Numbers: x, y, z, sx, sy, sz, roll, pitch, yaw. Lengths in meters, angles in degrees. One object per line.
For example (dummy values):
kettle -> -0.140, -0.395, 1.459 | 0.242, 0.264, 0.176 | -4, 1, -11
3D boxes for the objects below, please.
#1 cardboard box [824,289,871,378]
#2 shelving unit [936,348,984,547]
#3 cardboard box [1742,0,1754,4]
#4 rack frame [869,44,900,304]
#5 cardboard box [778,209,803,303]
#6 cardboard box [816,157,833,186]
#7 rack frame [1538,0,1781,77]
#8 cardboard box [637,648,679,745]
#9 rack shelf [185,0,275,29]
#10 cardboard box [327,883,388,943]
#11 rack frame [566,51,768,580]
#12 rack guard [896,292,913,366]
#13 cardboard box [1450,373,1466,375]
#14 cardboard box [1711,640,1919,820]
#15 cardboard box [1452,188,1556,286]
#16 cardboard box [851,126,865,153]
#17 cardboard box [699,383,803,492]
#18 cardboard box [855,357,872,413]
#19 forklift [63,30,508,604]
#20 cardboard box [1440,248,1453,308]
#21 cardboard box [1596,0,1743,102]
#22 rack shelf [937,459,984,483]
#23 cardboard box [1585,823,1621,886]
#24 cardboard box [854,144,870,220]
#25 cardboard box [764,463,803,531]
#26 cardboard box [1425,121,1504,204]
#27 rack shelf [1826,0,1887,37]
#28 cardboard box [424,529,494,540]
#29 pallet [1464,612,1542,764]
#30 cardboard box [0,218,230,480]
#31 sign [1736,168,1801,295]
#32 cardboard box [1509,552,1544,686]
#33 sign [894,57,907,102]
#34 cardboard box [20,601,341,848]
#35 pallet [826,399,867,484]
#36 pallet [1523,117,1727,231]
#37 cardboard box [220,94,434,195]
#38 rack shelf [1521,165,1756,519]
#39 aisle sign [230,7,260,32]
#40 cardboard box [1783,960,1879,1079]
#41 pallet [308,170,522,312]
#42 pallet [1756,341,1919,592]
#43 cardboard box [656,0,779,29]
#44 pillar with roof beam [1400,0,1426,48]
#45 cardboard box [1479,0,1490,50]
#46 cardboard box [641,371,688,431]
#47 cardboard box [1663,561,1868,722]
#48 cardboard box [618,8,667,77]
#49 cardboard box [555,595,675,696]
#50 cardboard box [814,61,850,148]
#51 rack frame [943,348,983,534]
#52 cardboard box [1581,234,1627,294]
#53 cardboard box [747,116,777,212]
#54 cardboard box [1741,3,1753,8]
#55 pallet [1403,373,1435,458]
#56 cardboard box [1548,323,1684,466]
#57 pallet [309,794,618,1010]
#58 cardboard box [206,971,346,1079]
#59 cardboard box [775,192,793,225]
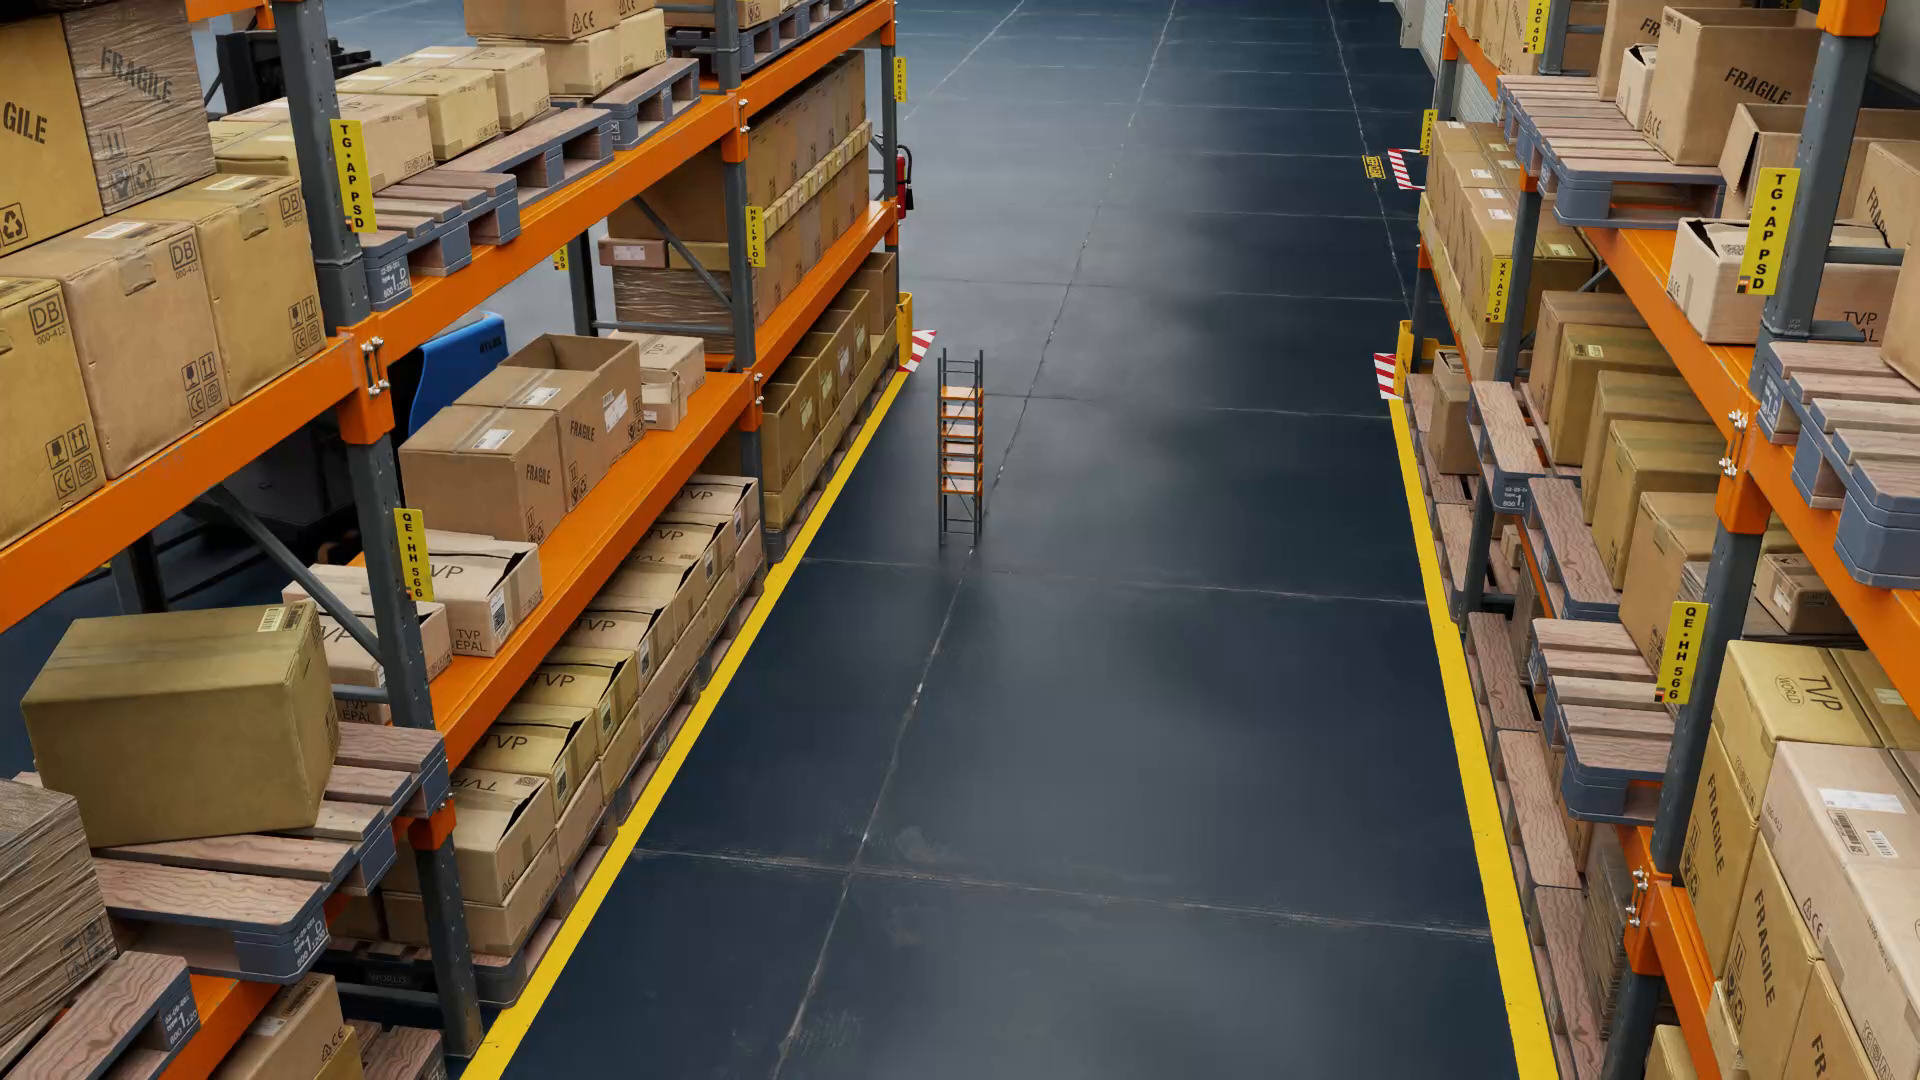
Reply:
cardboard box -> -0.925, -1.461, 11.697 | 0.500, 0.500, 0.500 | 4, 25, 9
shelving unit -> 0.002, -0.549, 10.009 | 0.258, 1.200, 0.189 | 4, 25, 9
cardboard box -> 3.614, -2.877, 8.000 | 0.500, 0.500, 0.500 | 5, 25, 10
rack frame -> -0.982, -2.841, 12.781 | 1.000, 3.000, 0.127 | 4, 25, 9
cardboard box -> -1.404, -1.830, 10.503 | 0.700, 0.500, 0.500 | 4, 25, 9
cardboard box -> -1.067, -2.465, 11.096 | 0.380, 0.149, 0.250 | 5, 25, 10
rack frame -> 3.252, -3.544, 7.206 | 1.000, 3.000, 0.127 | 4, 25, 9
cardboard box -> -1.670, 0.719, 7.924 | 0.500, 0.250, 0.500 | 5, 25, 10
rack shelf -> -6.195, -3.382, 11.247 | 1.077, 0.370, 4.000 | 4, 25, 9
cardboard box -> -2.444, 1.323, 6.633 | 0.500, 0.250, 0.500 | 5, 25, 10
rack frame -> -1.636, -1.168, 9.207 | 1.000, 3.000, 0.127 | 4, 25, 9
rack guard -> -0.978, -1.719, 13.333 | 1.175, 0.500, 0.348 | 4, 25, 9
cardboard box -> 3.611, -0.959, 11.414 | 0.500, 0.311, 0.500 | 6, 26, 13
cardboard box -> 2.265, 0.502, 4.263 | 0.500, 0.250, 0.500 | 5, 25, 10
cardboard box -> 3.193, -1.745, 9.709 | 0.500, 0.500, 0.500 | 3, 25, 7
cardboard box -> -0.898, -2.898, 12.019 | 0.380, 0.149, 0.250 | 5, 25, 10
cardboard box -> -1.251, -0.625, 9.910 | 0.500, 0.500, 0.500 | 4, 25, 9
cardboard box -> -0.928, -1.122, 11.857 | 0.500, 0.250, 0.500 | 4, 25, 9
forklift -> -4.058, -1.363, 9.705 | 1.130, 2.935, 3.031 | 11, 27, 23
cardboard box -> 3.268, -1.616, 10.318 | 0.500, 0.250, 0.500 | 4, 25, 9
cardboard box -> 3.084, -2.197, 7.255 | 0.500, 0.500, 0.500 | 8, 26, 16
rack shelf -> 0.002, -0.401, 10.078 | 0.258, 0.103, 0.180 | 4, 25, 9
cardboard box -> 2.863, 1.267, 6.434 | 0.700, 0.500, 0.500 | 4, 25, 8
cardboard box -> -1.071, -2.692, 12.345 | 0.700, 0.500, 0.500 | 4, 25, 9
cardboard box -> -1.261, -0.286, 10.071 | 0.500, 0.250, 0.500 | 4, 25, 9
cardboard box -> 3.531, -2.601, 11.538 | 0.500, 0.500, 0.500 | 4, 25, 9
rack shelf -> 2.271, -0.527, 2.082 | 1.077, 0.370, 4.000 | 4, 25, 9
cardboard box -> -2.137, 0.081, 6.834 | 0.380, 0.149, 0.250 | 6, 26, 12
pallet -> 3.126, 0.762, 8.373 | 1.003, 0.211, 1.213 | 4, 25, 9
cardboard box -> -2.411, -0.501, 4.126 | 0.910, 0.500, 0.500 | 4, 25, 9
sign -> 2.063, -0.785, 4.240 | 0.100, 0.325, 0.005 | 4, 25, 9
cardboard box -> 3.148, 0.415, 8.254 | 0.700, 0.500, 0.500 | 5, 26, 10
sign -> -0.449, -3.429, 12.393 | 0.100, 0.325, 0.005 | 4, 25, 9
cardboard box -> -2.281, 0.541, 4.944 | 0.700, 0.500, 0.500 | -4, 25, -9
pallet -> -1.268, -0.747, 11.596 | 1.003, 0.211, 1.213 | 4, 25, 9
pallet -> 2.879, -1.415, 6.418 | 1.213, 0.211, 1.003 | 4, 25, 9
cardboard box -> -2.203, -1.390, 5.825 | 0.500, 0.250, 0.500 | 5, 25, 10
rack shelf -> 2.925, -1.023, 6.207 | 1.077, 0.370, 4.000 | 4, 25, 9
aisle sign -> -5.563, -4.373, 12.987 | 0.394, 0.787, 0.004 | 4, 25, 9
cardboard box -> 2.089, 1.269, 3.509 | 0.500, 0.500, 0.500 | 4, 25, 8
pallet -> -2.267, -1.058, 5.657 | 1.213, 0.211, 1.003 | 5, 26, 11
pallet -> 2.545, -0.154, 3.724 | 1.213, 0.211, 1.003 | 5, 26, 11
cardboard box -> -1.293, -3.018, 8.843 | 0.500, 0.500, 0.500 | 6, 26, 13
pillar with roof beam -> 3.339, -12.690, 26.747 | 9.100, 9.000, 0.400 | 4, 25, 9
cardboard box -> 3.334, -3.125, 9.707 | 0.500, 0.500, 0.500 | 6, 26, 12
cardboard box -> -1.598, -0.727, 8.423 | 0.396, 0.266, 0.258 | 3, 25, 7
cardboard box -> 2.665, 0.405, 5.210 | 0.700, 0.500, 0.500 | 1, 25, 2
cardboard box -> -1.746, -2.392, 7.965 | 0.500, 0.250, 0.500 | 7, 26, 14
cardboard box -> -1.668, 0.459, 7.818 | 0.500, 0.311, 0.500 | 4, 25, 8
cardboard box -> -1.160, -3.037, 11.552 | 0.700, 0.500, 0.500 | 3, 25, 7
rack frame -> 0.017, -0.588, 10.090 | 0.240, 1.200, 0.006 | 4, 25, 9
cardboard box -> 3.535, -1.289, 8.735 | 0.500, 0.500, 0.500 | 3, 25, 7
cardboard box -> -1.488, -2.198, 9.760 | 0.700, 0.500, 0.500 | 4, 25, 8
cardboard box -> 3.581, -2.427, 8.217 | 0.500, 0.500, 0.500 | 5, 26, 10
pallet -> 3.725, -0.867, 11.854 | 1.003, 0.211, 1.213 | 4, 25, 9
cardboard box -> 3.037, -0.627, 7.415 | 0.700, 0.500, 0.500 | 7, 26, 14
pallet -> -2.117, 1.426, 6.954 | 1.003, 0.211, 1.213 | 4, 25, 9
cardboard box -> -2.216, 1.529, 4.990 | 0.500, 0.250, 0.500 | 5, 26, 11
cardboard box -> -1.235, -2.033, 10.173 | 0.380, 0.149, 0.250 | 3, 25, 7
